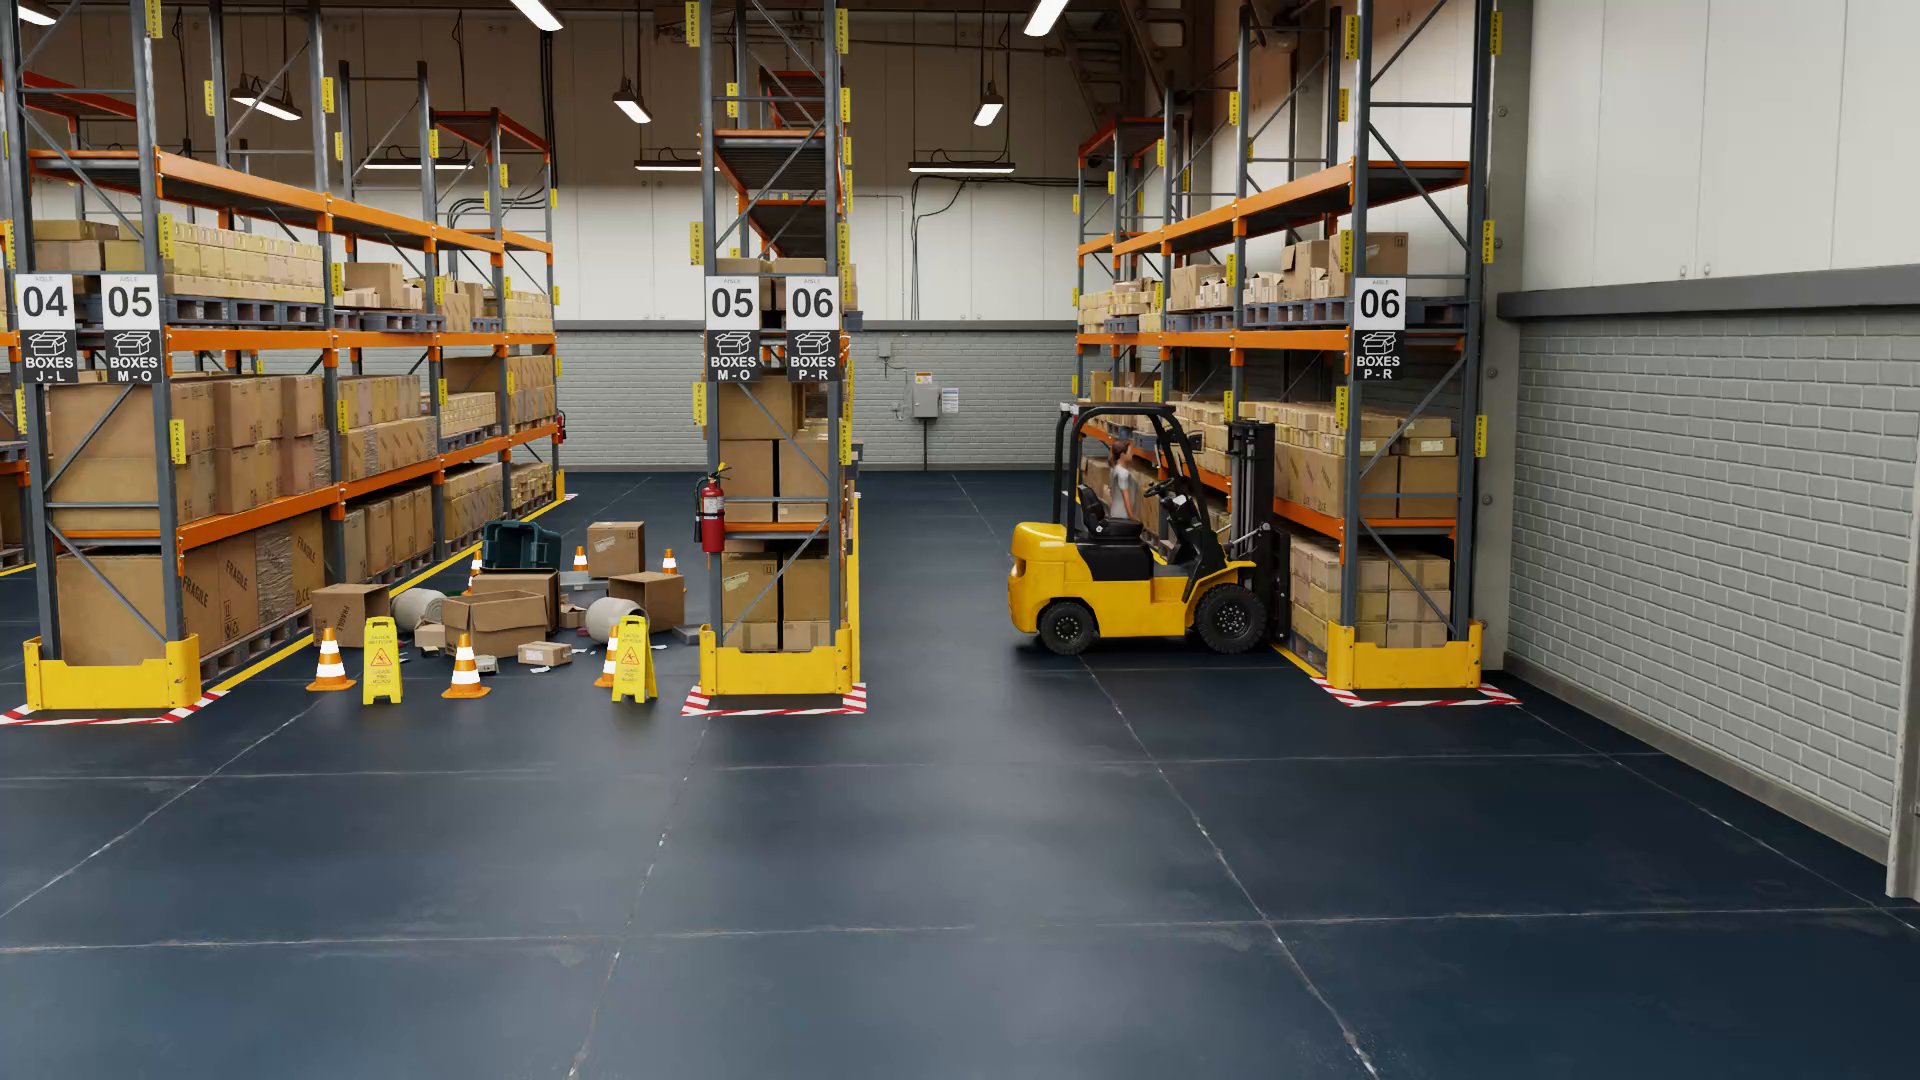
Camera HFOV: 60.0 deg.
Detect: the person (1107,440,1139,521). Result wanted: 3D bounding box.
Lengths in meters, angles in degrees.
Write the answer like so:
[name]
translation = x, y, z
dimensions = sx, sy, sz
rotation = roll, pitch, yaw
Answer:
[person]
translation = 1.805, -0.218, 17.503
dimensions = 0.733, 1.661, 0.448
rotation = 0, 7, -3
